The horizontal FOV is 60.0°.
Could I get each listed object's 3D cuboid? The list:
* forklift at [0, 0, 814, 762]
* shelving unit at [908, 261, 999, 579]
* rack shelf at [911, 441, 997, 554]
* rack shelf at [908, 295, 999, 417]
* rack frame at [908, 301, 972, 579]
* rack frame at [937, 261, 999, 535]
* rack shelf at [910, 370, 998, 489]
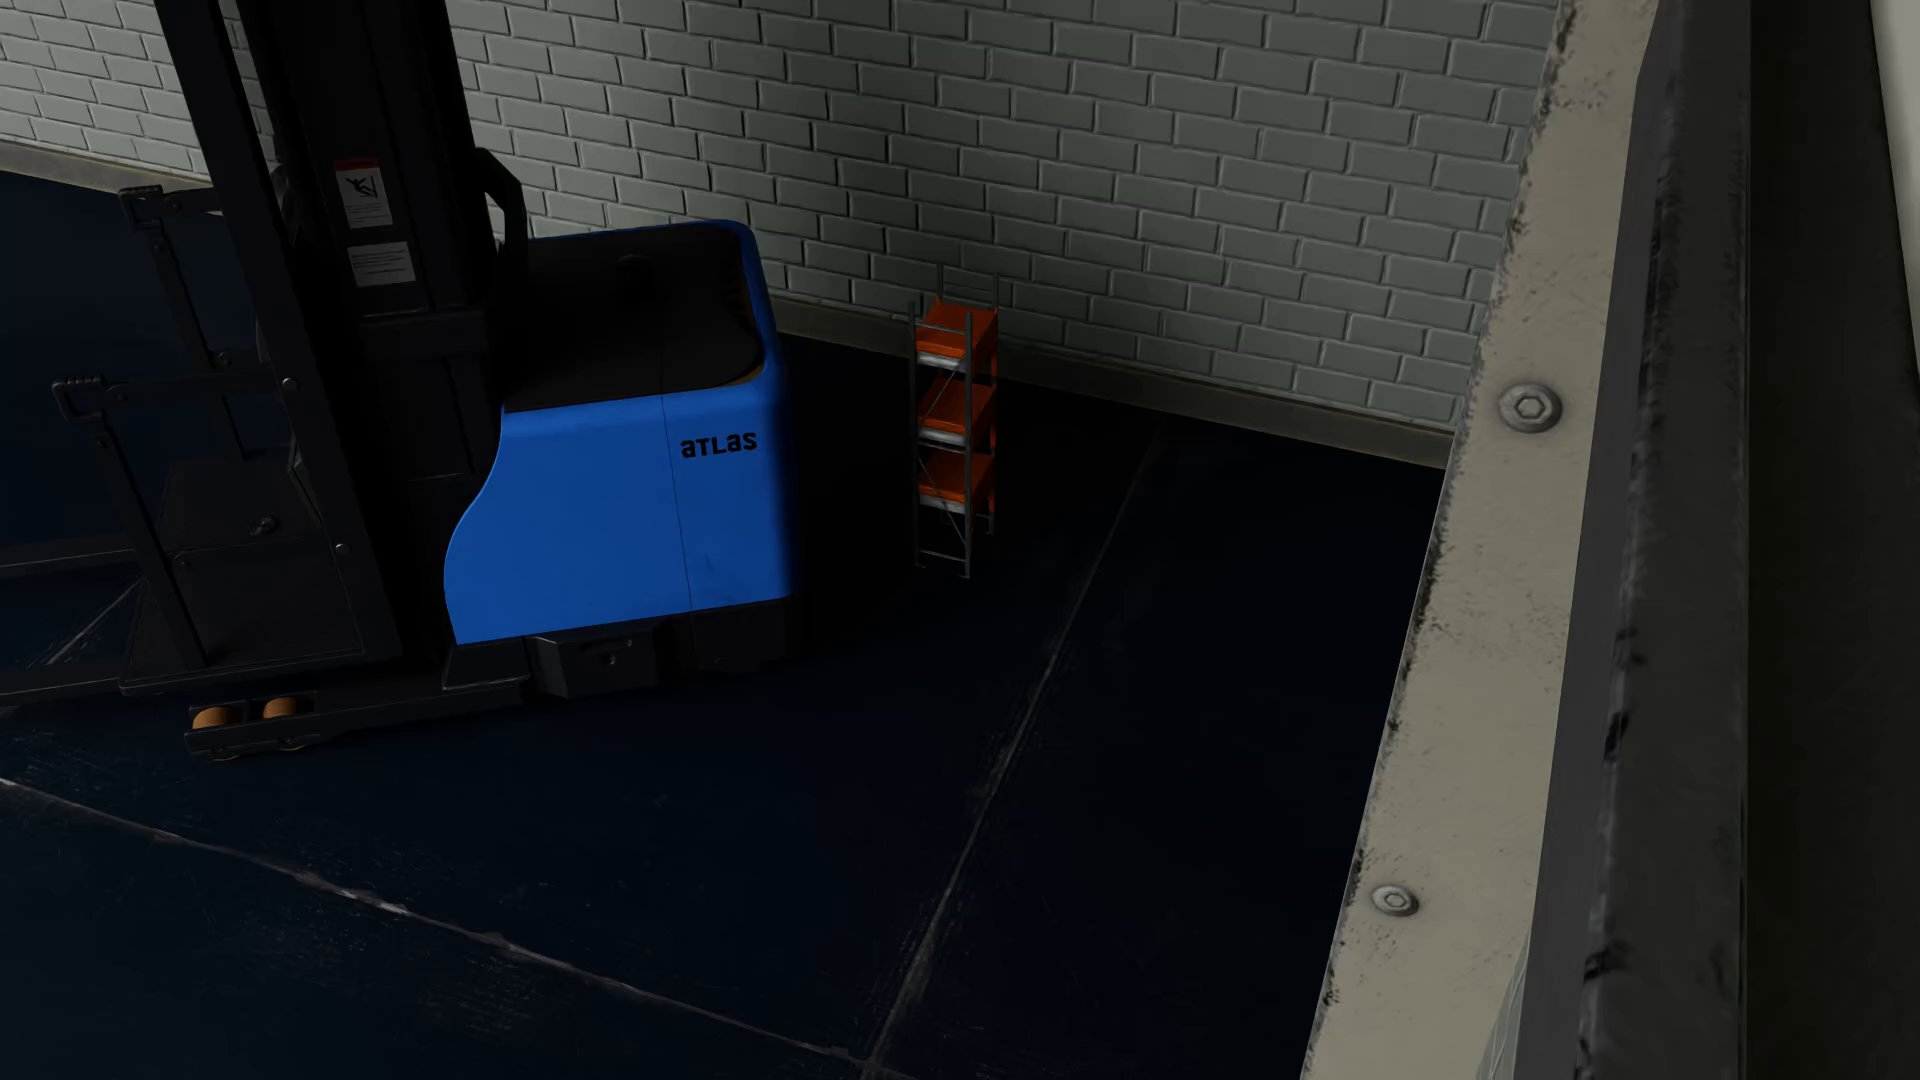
[{"bbox_3d":[-2.034,-0.831,4.465,3.031,2.935,1.130,-8,41,-9],"label":"forklift"},{"bbox_3d":[-0.018,-0.367,5.371,0.215,1.050,0.252,13,42,15],"label":"shelving unit"},{"bbox_3d":[-0.018,-0.147,5.558,0.215,0.259,0.240,13,42,15],"label":"rack shelf"},{"bbox_3d":[-0.018,-0.575,5.194,0.215,0.259,0.240,13,42,15],"label":"rack shelf"},{"bbox_3d":[-0.060,-0.292,5.284,0.200,1.050,0.008,13,42,15],"label":"rack frame"},{"bbox_3d":[0.023,-0.441,5.458,0.200,1.050,0.008,13,42,15],"label":"rack frame"},{"bbox_3d":[-0.018,-0.359,5.378,0.215,0.259,0.240,13,42,15],"label":"rack shelf"}]
